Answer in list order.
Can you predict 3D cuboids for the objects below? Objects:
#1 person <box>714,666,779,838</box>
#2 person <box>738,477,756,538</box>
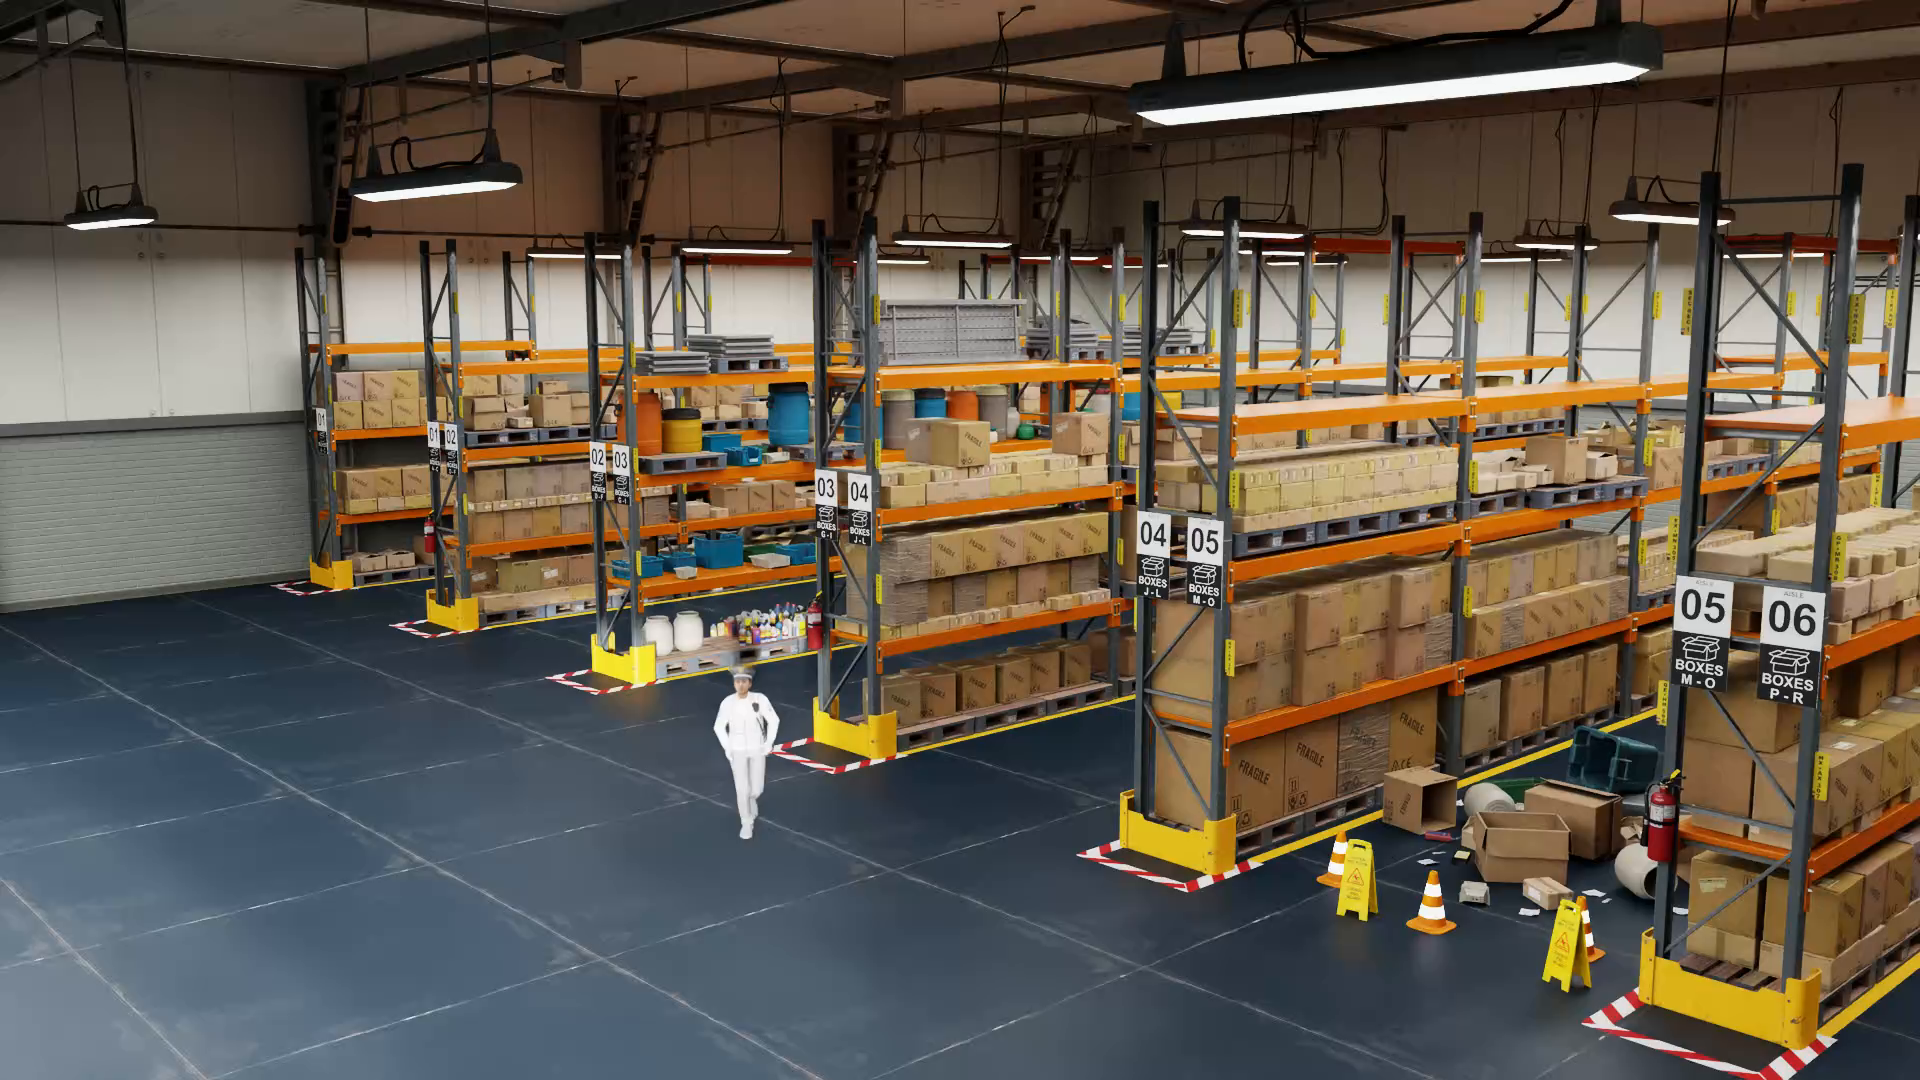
[{"bbox_3d":[-2.054,2.019,16.026,0.619,1.667,0.508,-1,8,-5],"label":"person"},{"bbox_3d":[-4.068,-0.339,31.682,0.756,1.822,0.635,-8,11,-42],"label":"person"}]
